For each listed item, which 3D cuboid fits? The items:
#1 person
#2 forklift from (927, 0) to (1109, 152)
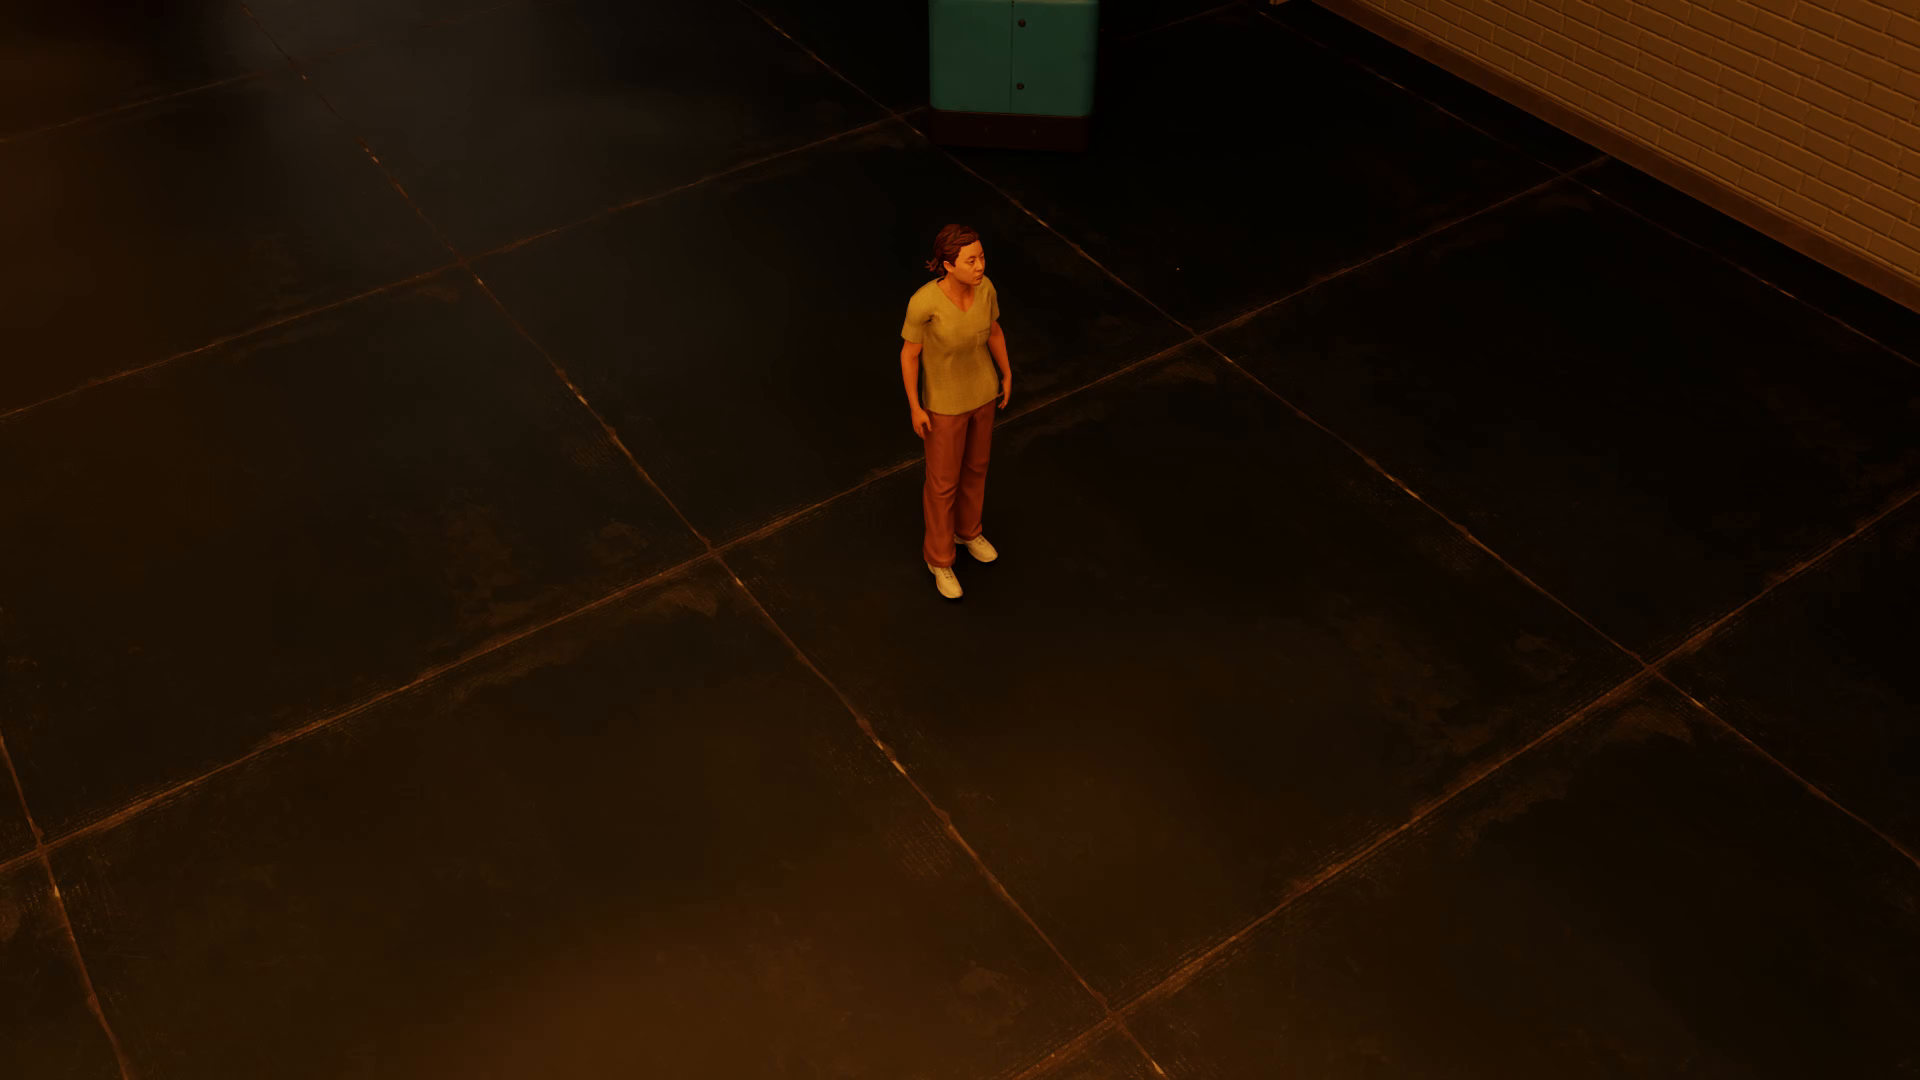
[{"bbox_3d":[0.010,-0.536,7.346,0.518,1.361,0.395,-25,48,-25],"label":"person"},{"bbox_3d":[0.461,-4.499,10.598,1.130,2.935,3.031,4,43,4],"label":"forklift"}]
